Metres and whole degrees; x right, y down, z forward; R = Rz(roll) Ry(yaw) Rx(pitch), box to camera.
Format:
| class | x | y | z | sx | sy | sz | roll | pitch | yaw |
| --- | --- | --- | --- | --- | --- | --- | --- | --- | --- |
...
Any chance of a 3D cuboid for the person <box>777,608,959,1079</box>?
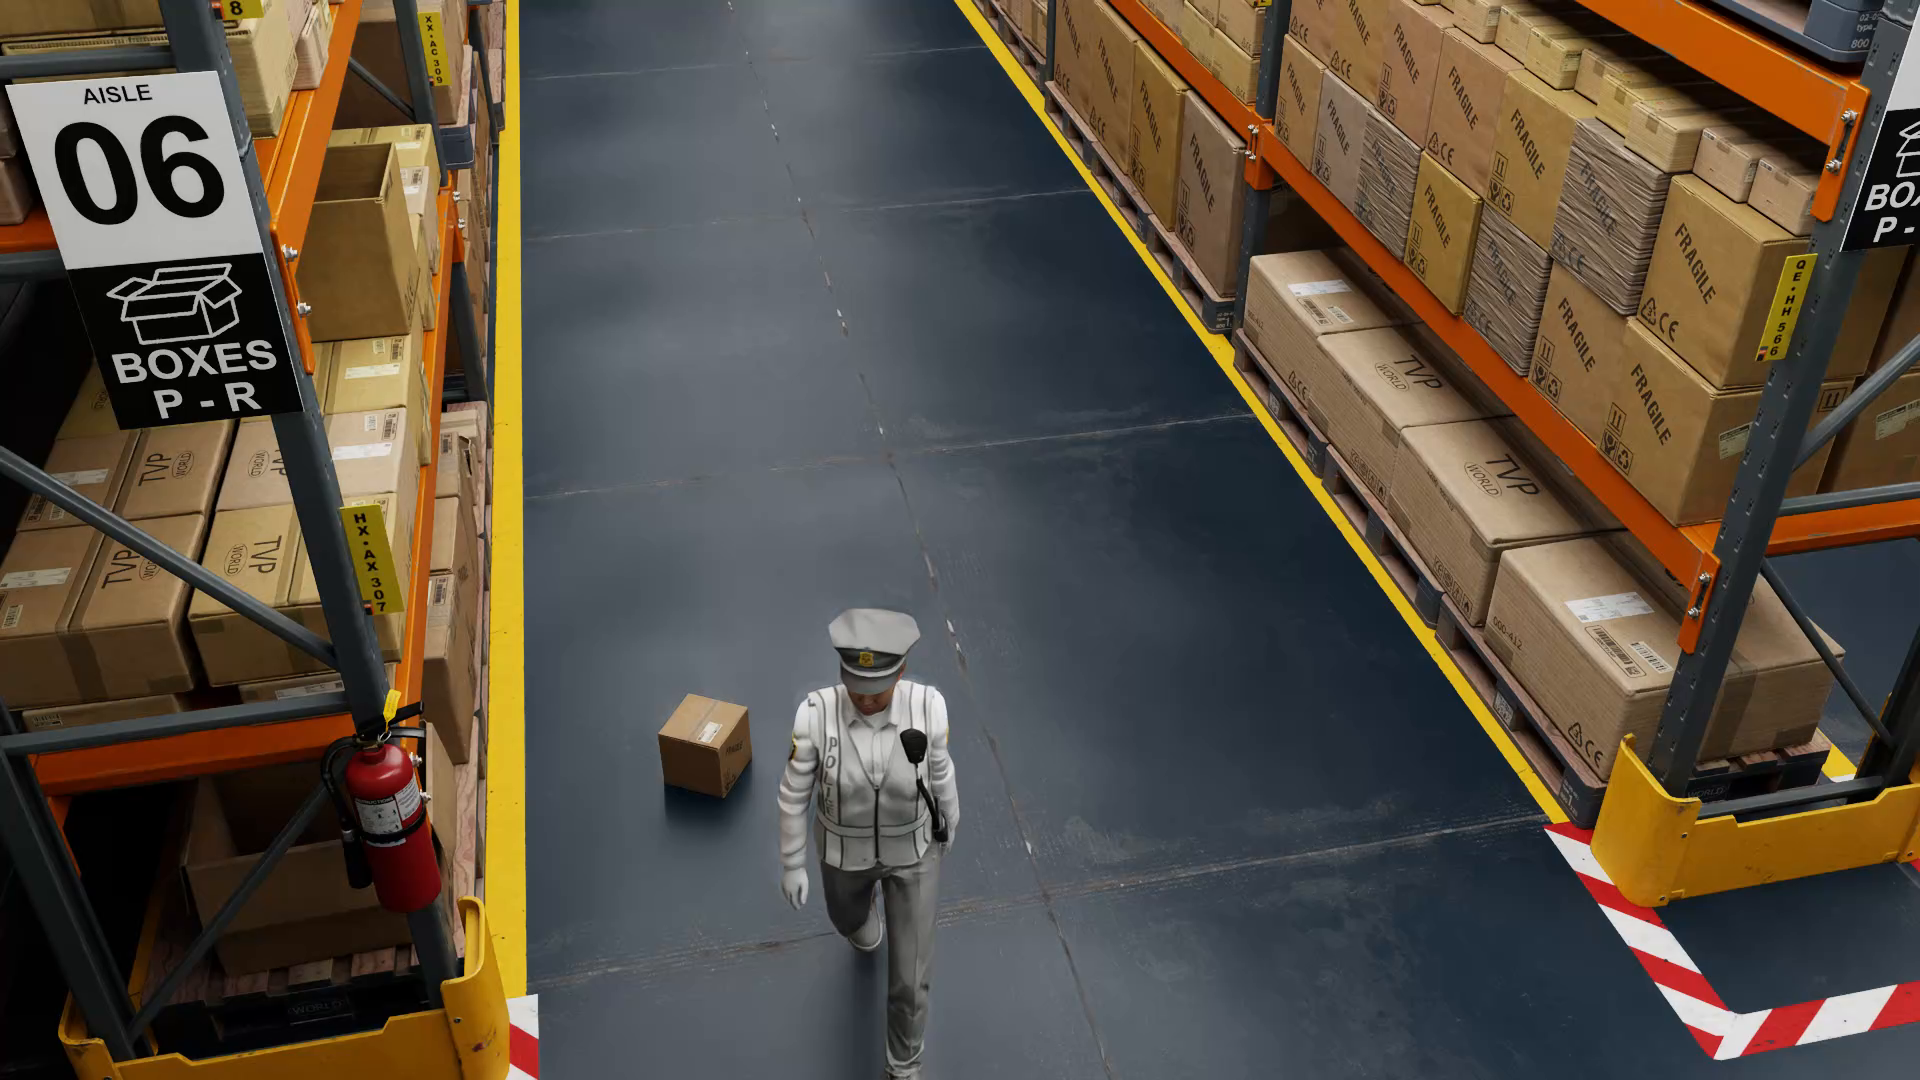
| class | x | y | z | sx | sy | sz | roll | pitch | yaw |
| --- | --- | --- | --- | --- | --- | --- | --- | --- | --- |
| person | -0.262 | 0.865 | 4.875 | 0.527 | 1.621 | 0.944 | -2 | 35 | -2 |
